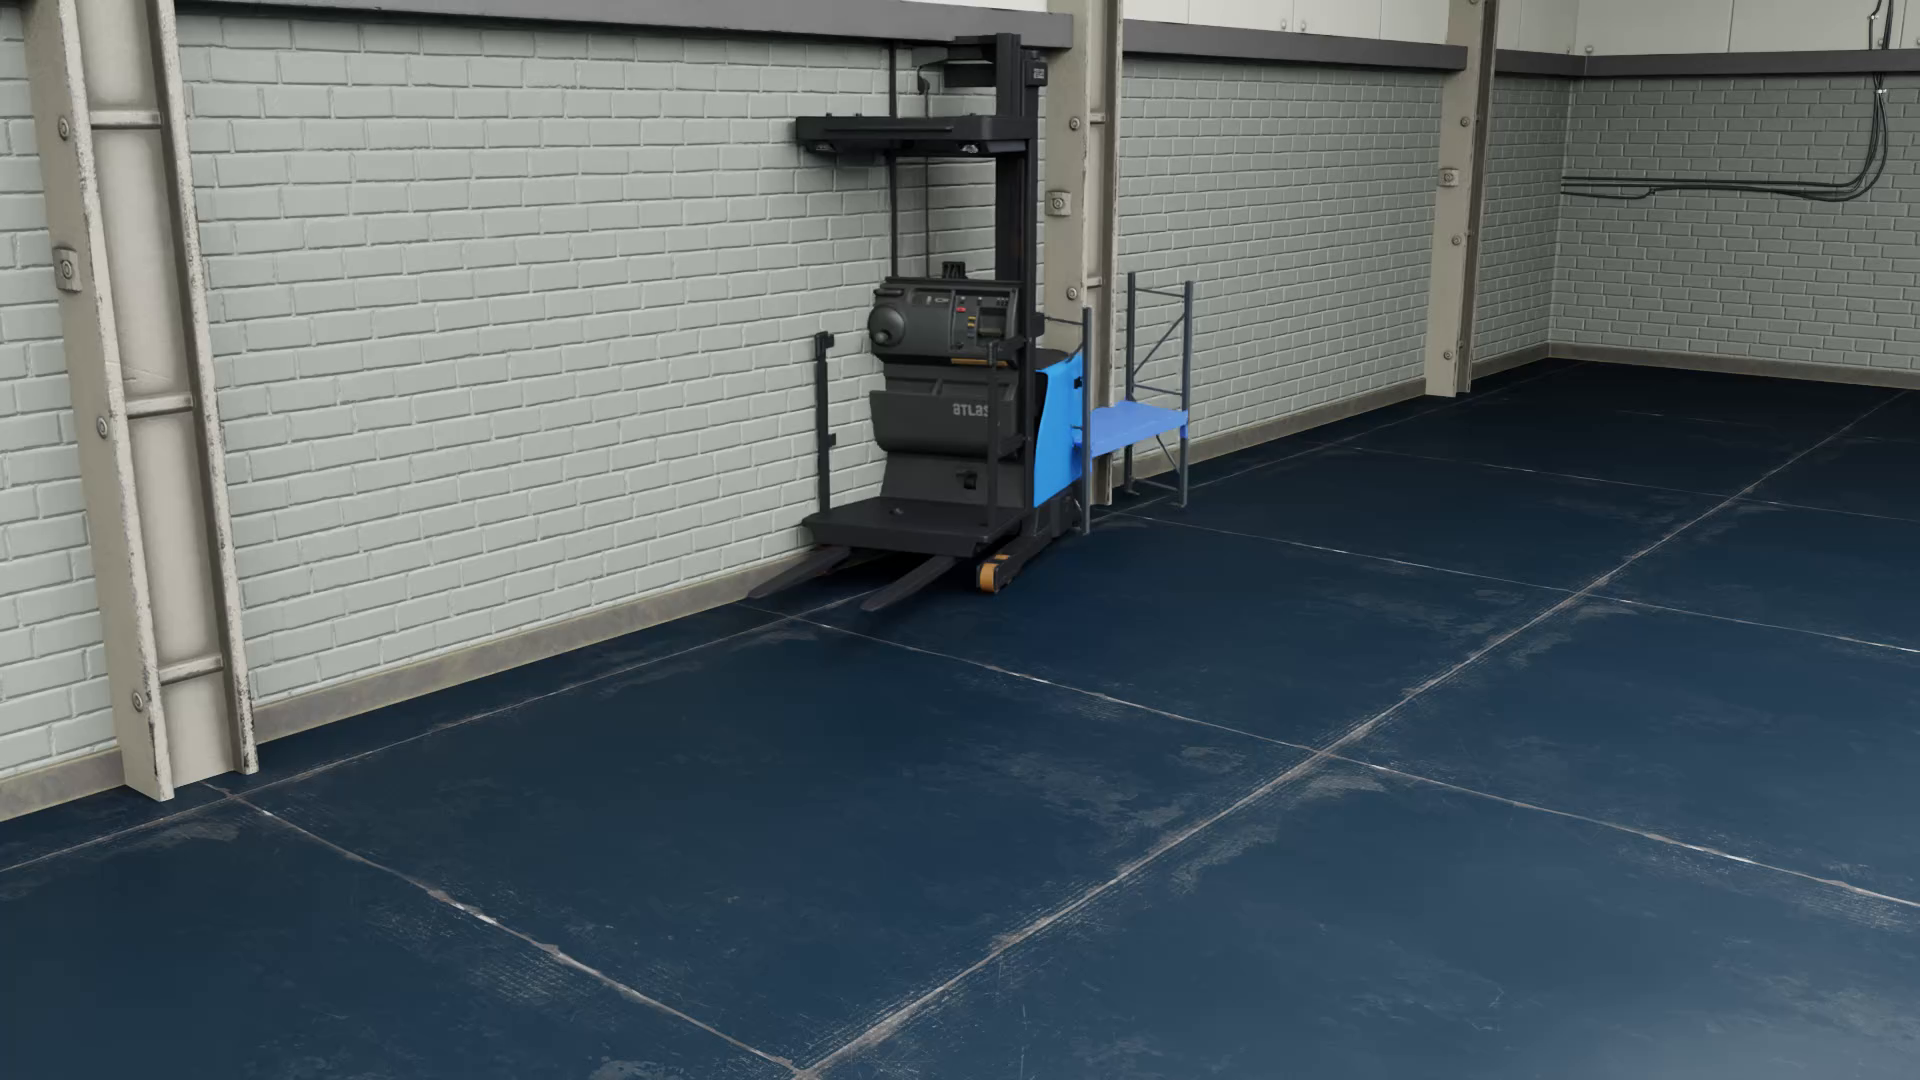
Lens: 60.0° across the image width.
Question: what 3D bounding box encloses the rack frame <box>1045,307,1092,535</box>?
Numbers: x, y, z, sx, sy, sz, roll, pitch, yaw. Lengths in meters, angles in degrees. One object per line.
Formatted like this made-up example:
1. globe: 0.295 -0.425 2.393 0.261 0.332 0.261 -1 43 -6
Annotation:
1. rack frame: 0.597 -0.714 10.196 0.500 1.500 0.032 17 27 40

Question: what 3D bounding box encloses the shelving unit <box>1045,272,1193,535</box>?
1. shelving unit: 0.945 -0.847 10.542 0.538 1.500 1.048 17 27 40

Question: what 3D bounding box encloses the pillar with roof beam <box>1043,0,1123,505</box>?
1. pillar with roof beam: 4.119 -3.922 7.284 9.100 9.000 0.400 11 18 38

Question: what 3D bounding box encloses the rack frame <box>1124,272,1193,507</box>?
1. rack frame: 1.293 -0.980 10.888 0.500 1.500 0.032 17 27 40

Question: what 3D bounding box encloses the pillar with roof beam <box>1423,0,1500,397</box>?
1. pillar with roof beam: 7.890 -5.071 11.807 9.100 9.000 0.400 11 18 38

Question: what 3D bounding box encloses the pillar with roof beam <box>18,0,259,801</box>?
1. pillar with roof beam: 0.348 -2.773 2.761 9.100 9.000 0.400 11 18 38

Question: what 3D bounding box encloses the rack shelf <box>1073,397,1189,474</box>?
1. rack shelf: 0.948 -0.678 10.603 0.538 0.185 1.000 17 27 40

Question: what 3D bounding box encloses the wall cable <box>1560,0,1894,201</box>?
1. wall cable: 7.422 -4.592 16.228 3.097 2.526 0.112 11 18 38

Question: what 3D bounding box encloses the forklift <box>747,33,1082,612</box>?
1. forklift: -0.198 -1.247 9.081 1.130 2.935 3.031 5 15 20
